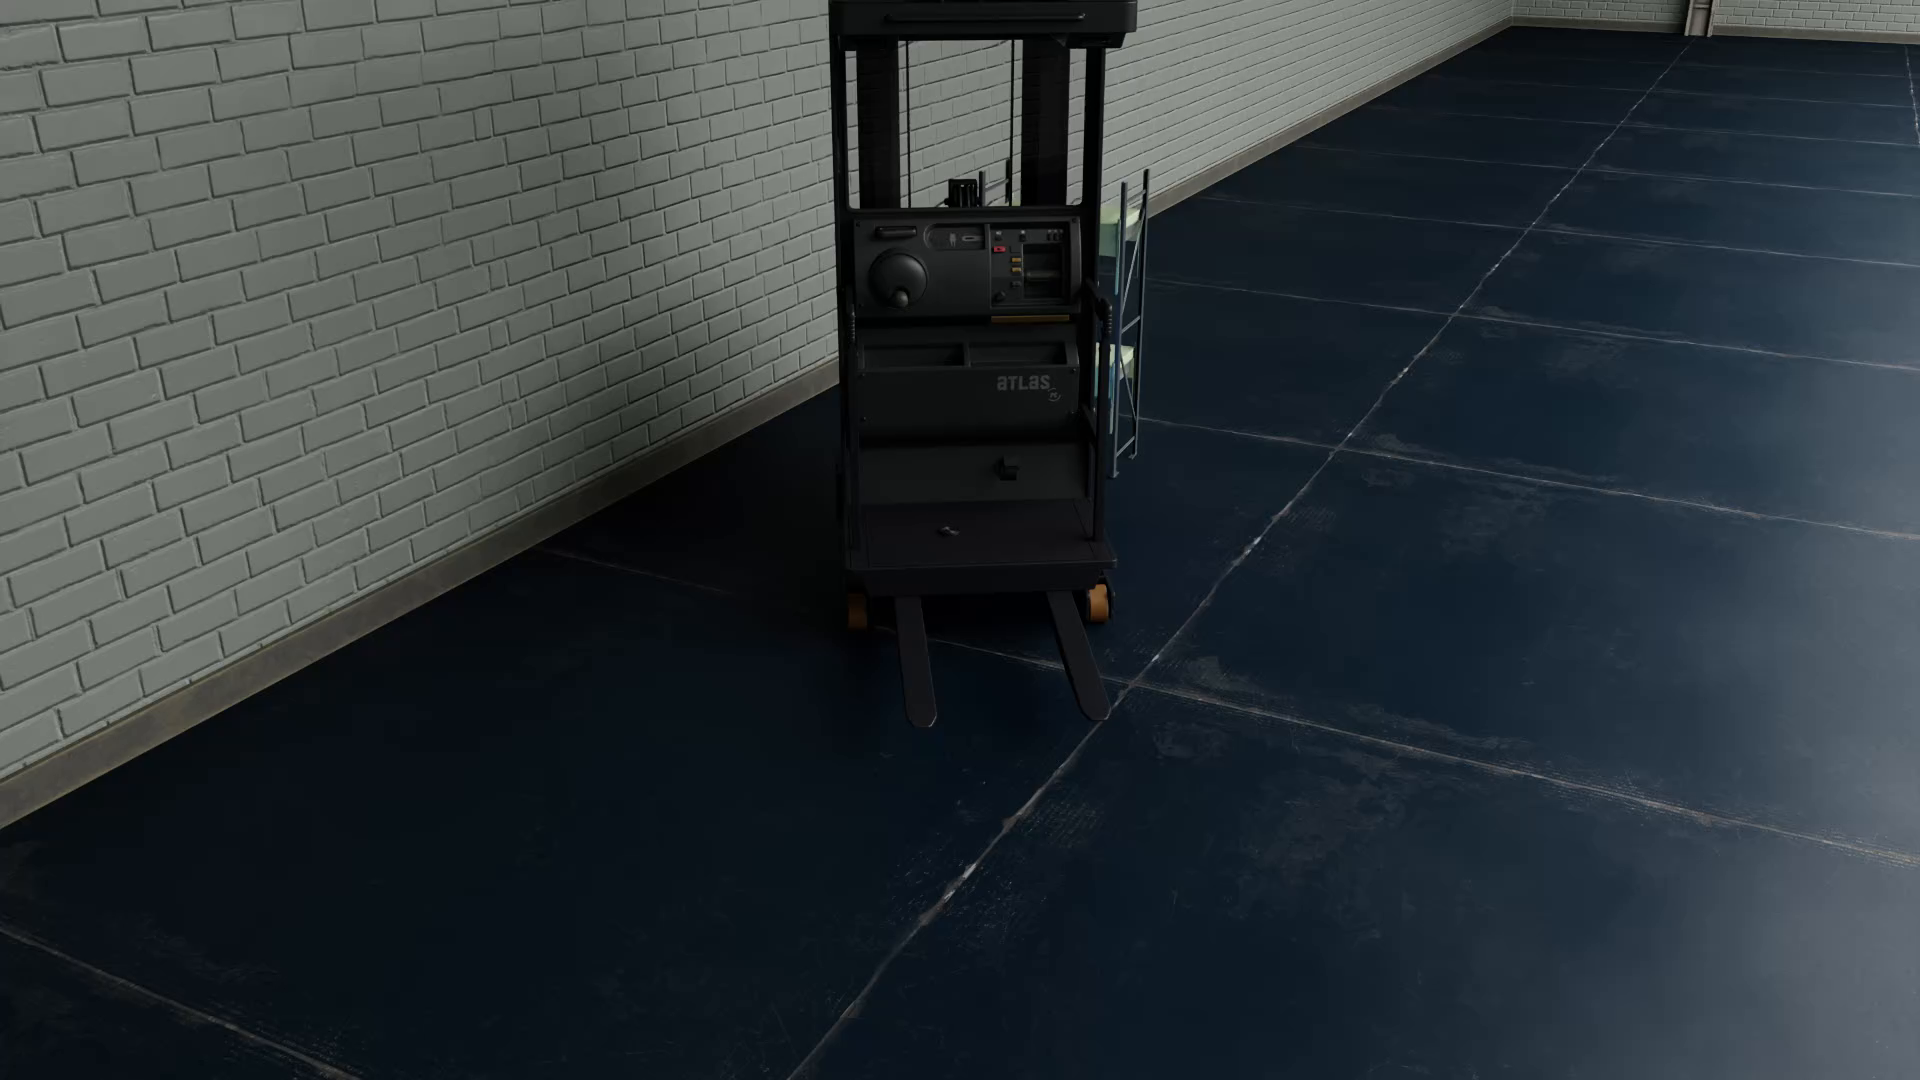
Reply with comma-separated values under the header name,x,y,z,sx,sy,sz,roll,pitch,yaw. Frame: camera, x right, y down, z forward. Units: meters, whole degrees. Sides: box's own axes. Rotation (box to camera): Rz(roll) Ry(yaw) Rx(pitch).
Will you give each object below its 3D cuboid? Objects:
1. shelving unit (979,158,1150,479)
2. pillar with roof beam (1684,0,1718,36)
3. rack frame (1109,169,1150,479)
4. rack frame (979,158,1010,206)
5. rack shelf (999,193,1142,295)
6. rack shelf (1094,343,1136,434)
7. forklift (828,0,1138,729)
name,x,y,z,sx,sy,sz,roll,pitch,yaw
shelving unit,0.515,-1.133,8.493,0.755,1.500,0.431,9,24,21
pillar with roof beam,10.091,-10.875,21.823,0.400,9.000,9.100,11,25,25
rack frame,0.852,-1.077,8.363,0.023,1.500,0.400,9,24,21
rack frame,0.177,-1.188,8.623,0.023,1.500,0.400,9,24,21
rack shelf,0.516,-1.493,8.342,0.720,0.370,0.431,9,24,21
rack shelf,0.514,-0.832,8.619,0.720,0.370,0.431,9,24,21
forklift,0.051,-1.106,6.605,1.130,2.935,3.031,-2,23,-4
